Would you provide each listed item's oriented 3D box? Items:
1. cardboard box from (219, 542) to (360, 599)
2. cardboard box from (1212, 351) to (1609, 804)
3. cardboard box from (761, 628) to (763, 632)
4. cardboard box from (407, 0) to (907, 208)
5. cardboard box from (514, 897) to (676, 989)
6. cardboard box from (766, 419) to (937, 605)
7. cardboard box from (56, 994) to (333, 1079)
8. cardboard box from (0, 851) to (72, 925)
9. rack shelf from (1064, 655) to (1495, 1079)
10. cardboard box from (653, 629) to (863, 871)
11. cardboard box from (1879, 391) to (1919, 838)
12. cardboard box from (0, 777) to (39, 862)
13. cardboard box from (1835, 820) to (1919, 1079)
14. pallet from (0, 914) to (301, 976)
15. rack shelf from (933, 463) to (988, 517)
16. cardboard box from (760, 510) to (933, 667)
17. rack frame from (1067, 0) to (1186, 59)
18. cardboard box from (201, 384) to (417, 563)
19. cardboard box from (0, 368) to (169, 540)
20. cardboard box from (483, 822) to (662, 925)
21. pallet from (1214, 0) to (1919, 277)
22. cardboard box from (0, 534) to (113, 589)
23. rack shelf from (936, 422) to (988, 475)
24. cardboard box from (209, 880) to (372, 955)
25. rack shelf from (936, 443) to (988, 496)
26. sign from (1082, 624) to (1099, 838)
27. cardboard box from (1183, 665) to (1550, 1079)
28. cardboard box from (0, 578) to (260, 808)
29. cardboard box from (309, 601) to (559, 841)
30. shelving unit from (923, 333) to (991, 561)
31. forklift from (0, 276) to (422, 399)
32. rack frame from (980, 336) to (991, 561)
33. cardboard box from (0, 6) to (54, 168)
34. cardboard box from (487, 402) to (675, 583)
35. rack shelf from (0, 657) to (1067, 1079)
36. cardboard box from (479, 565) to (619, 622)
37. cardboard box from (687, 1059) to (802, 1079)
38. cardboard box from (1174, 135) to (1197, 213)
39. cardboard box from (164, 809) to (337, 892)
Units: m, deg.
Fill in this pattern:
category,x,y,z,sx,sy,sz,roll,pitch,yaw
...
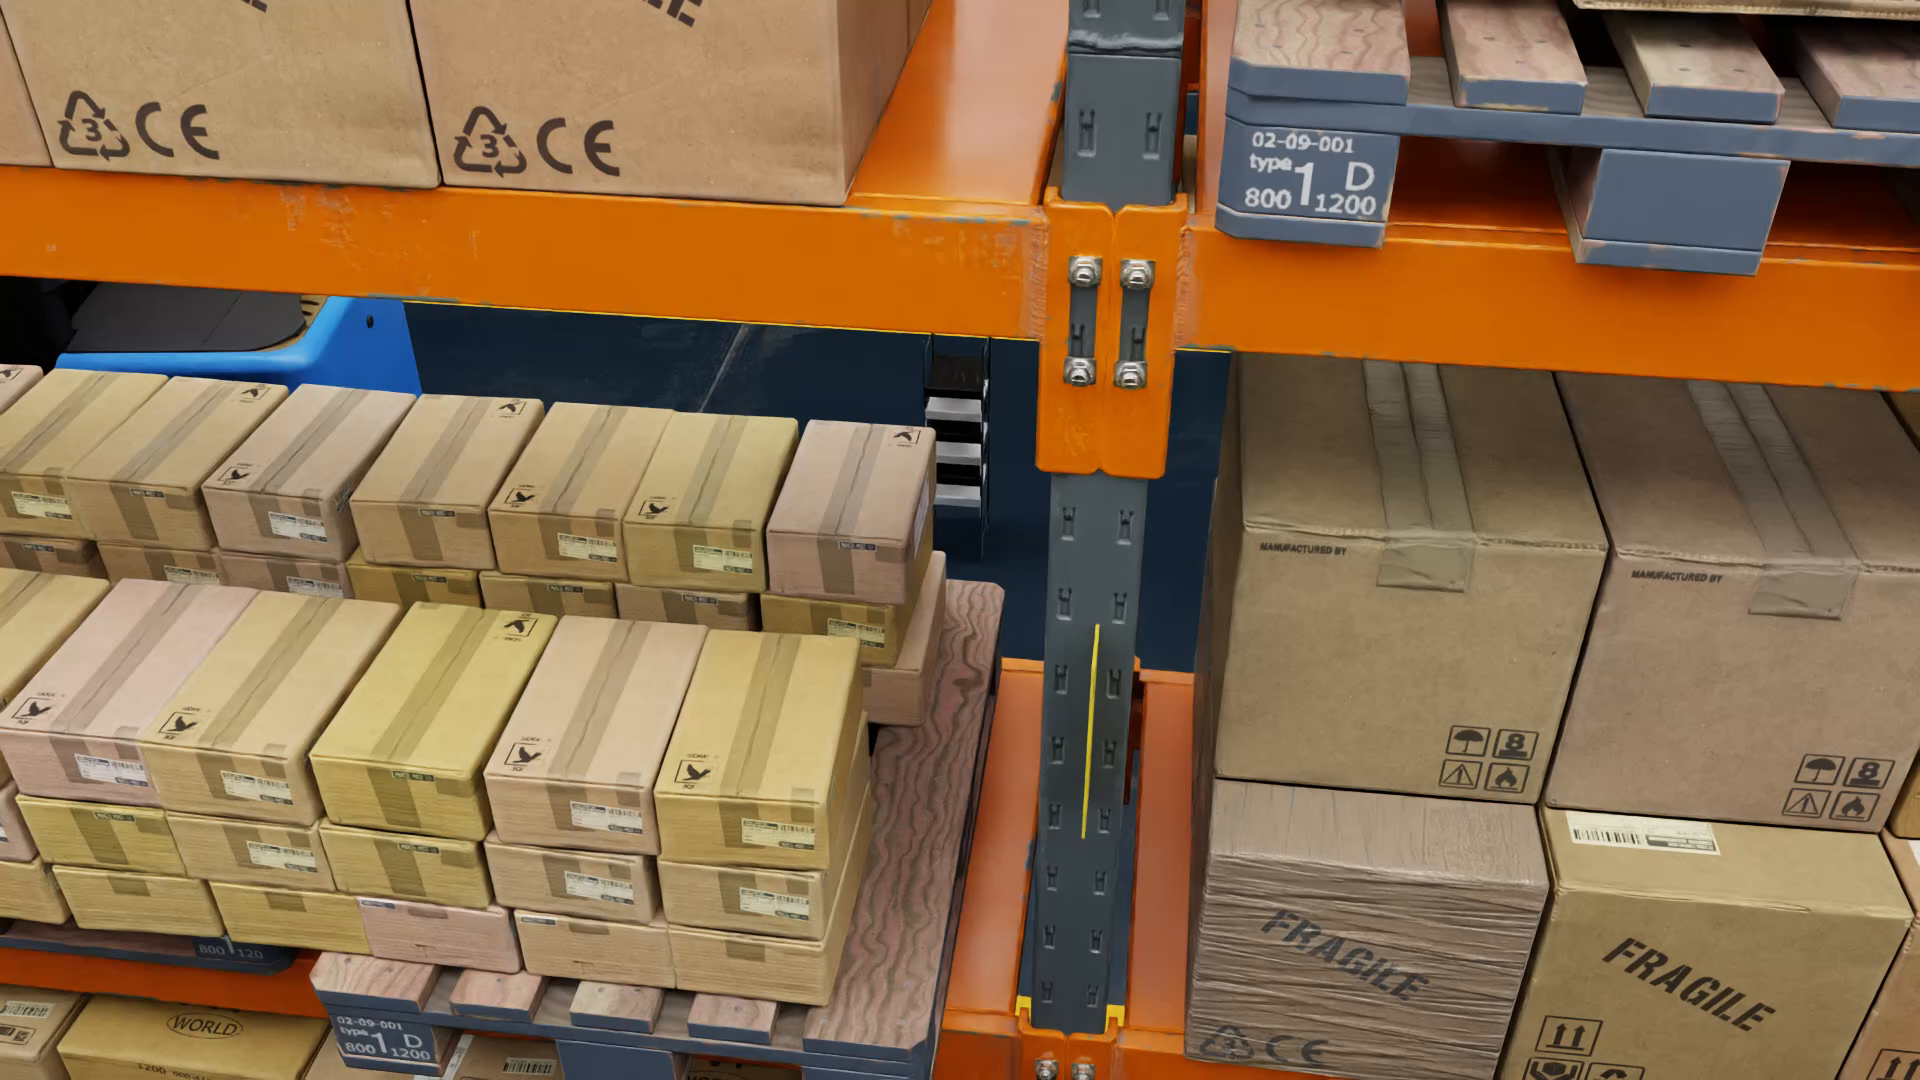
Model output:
category,x,y,z,sx,sy,sz,roll,pitch,yaw
cardboard box,-1.241,-0.016,3.289,0.250,0.149,0.380,4,36,6
cardboard box,0.689,-0.010,2.734,0.500,0.500,0.700,4,36,6
cardboard box,-0.440,0.161,3.297,0.250,0.149,0.380,6,36,8
cardboard box,-0.354,-0.758,2.062,0.500,0.500,0.500,4,36,6
cardboard box,-0.549,0.539,2.767,0.250,0.149,0.380,4,36,6
cardboard box,-0.194,-0.058,3.092,0.250,0.149,0.380,4,36,6
cardboard box,-1.472,0.963,3.463,0.500,0.250,0.500,5,36,7
cardboard box,-1.575,0.461,2.877,0.250,0.149,0.380,5,36,7
rack shelf,2.228,0.840,3.110,4.000,0.370,1.077,4,36,6
cardboard box,-0.300,0.316,2.567,0.250,0.149,0.380,3,36,4
cardboard box,1.699,0.064,2.632,0.500,0.500,0.700,4,36,5
cardboard box,-1.583,0.341,2.789,0.250,0.149,0.380,5,36,7
cardboard box,1.660,0.621,2.712,0.500,0.500,0.500,4,36,6
pallet,-1.724,0.354,3.336,1.213,0.211,1.003,4,36,6
rack shelf,-0.008,-0.193,6.113,0.200,0.077,0.258,4,36,6
cardboard box,-0.209,0.058,3.185,0.250,0.149,0.380,6,36,8
rack frame,0.245,-2.043,1.366,0.127,3.000,1.000,4,36,6
cardboard box,-1.230,-0.135,3.200,0.250,0.149,0.380,6,36,8
cardboard box,-1.740,-0.174,3.255,0.250,0.149,0.380,4,36,5
cardboard box,-0.568,0.416,2.683,0.250,0.149,0.380,6,36,8
pallet,0.890,-0.728,2.268,1.003,0.211,1.213,6,36,8
cardboard box,-1.755,-0.054,3.343,0.250,0.149,0.380,6,36,8
rack shelf,-0.008,-0.340,6.009,0.200,0.077,0.258,4,36,6
cardboard box,-1.051,0.500,2.822,0.250,0.149,0.380,4,36,5
rack shelf,-0.008,-0.267,6.061,0.200,0.077,0.258,4,36,6
sign,0.185,0.273,2.356,0.005,0.325,0.100,4,36,6
cardboard box,0.655,0.547,2.815,0.500,0.500,0.500,5,36,6
cardboard box,-1.312,0.238,2.677,0.250,0.149,0.380,4,36,6
cardboard box,-0.809,0.277,2.622,0.250,0.149,0.380,5,36,7
shelving unit,-0.008,-0.367,5.989,0.210,0.900,0.258,4,36,6
forklift,-3.546,-1.164,5.359,3.031,2.935,1.130,0,36,-1
rack frame,0.093,-0.359,5.979,0.006,0.900,0.240,4,36,6
cardboard box,-1.347,-0.827,2.159,0.500,0.500,0.500,4,36,6
cardboard box,-0.699,-0.097,3.146,0.250,0.149,0.380,4,36,6
rack shelf,-1.739,0.544,3.525,4.000,0.370,1.077,4,36,6
cardboard box,-0.744,0.021,3.237,0.250,0.149,0.380,3,36,4
cardboard box,-0.467,1.041,3.354,0.500,0.250,0.500,3,36,5
cardboard box,1.334,-1.514,7.690,0.625,0.372,0.950,2,36,3
cardboard box,-1.078,0.380,2.735,0.250,0.149,0.380,4,36,6
